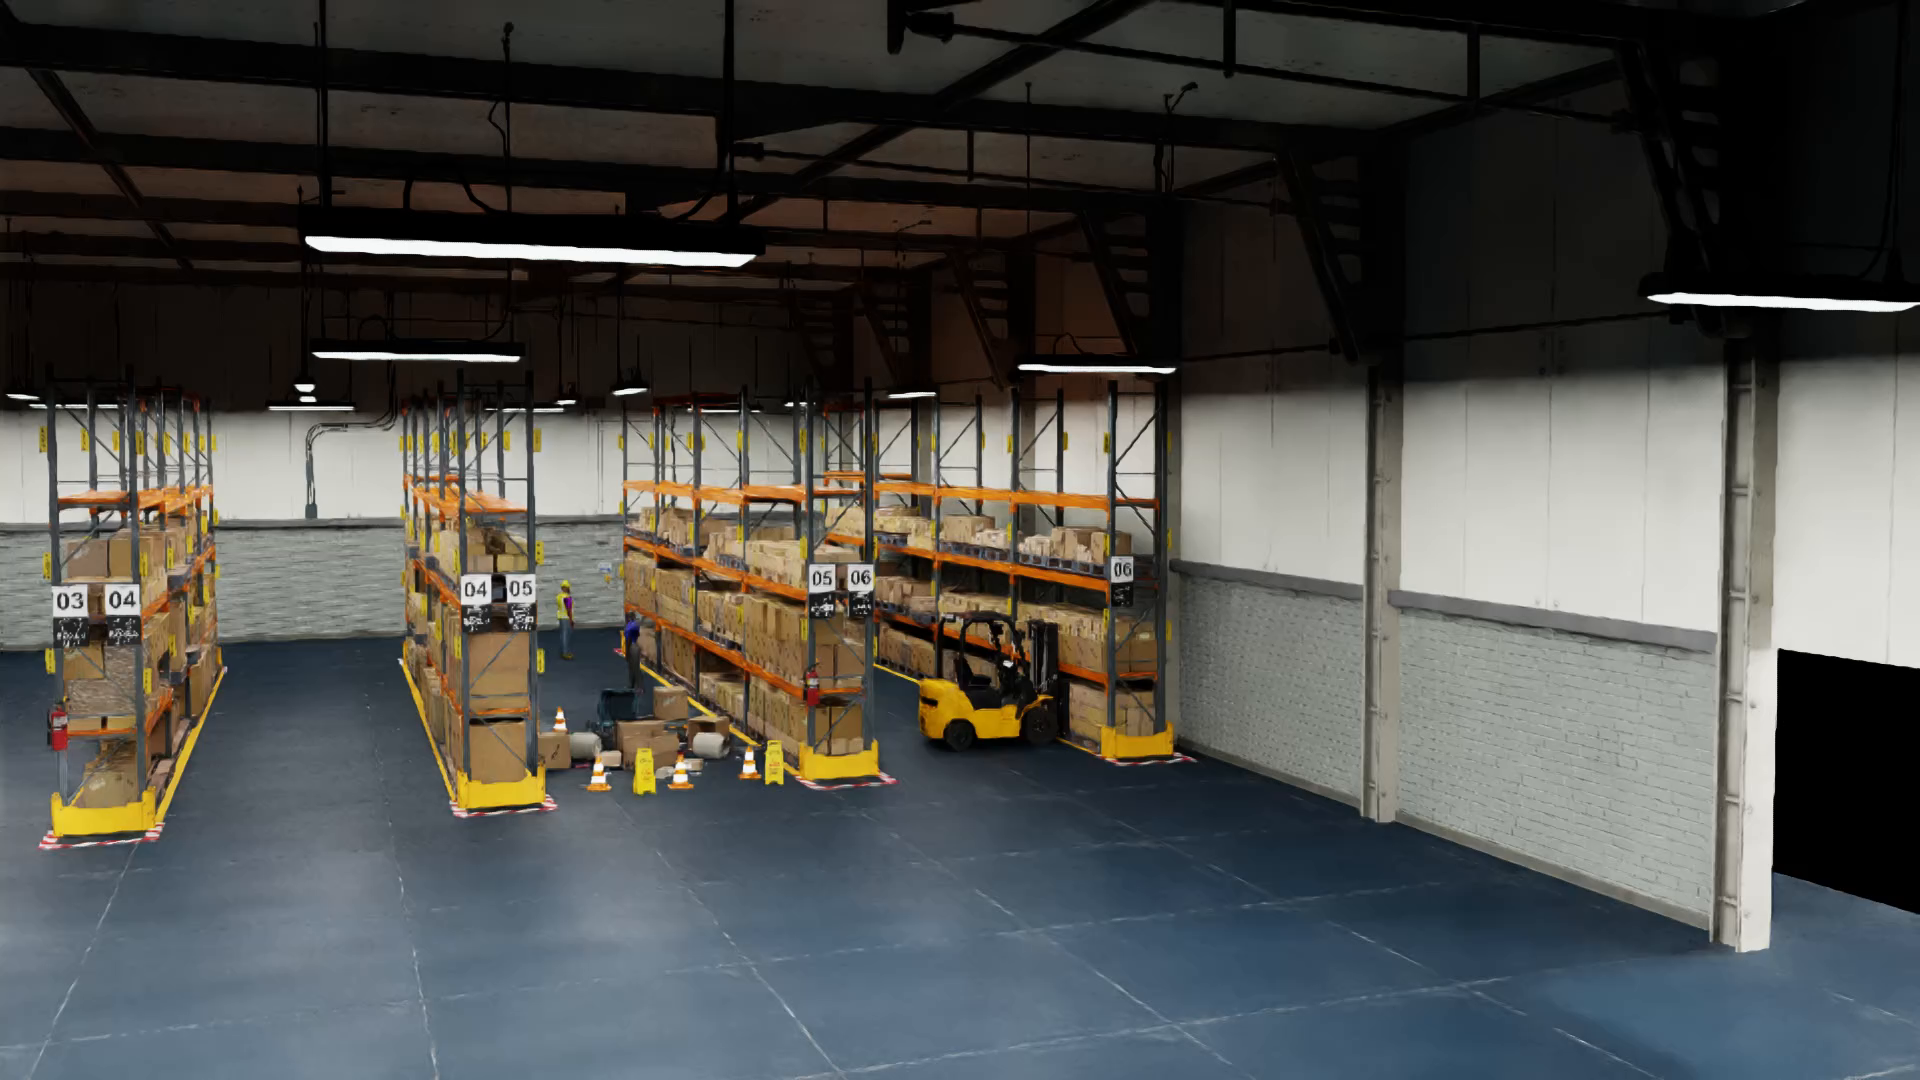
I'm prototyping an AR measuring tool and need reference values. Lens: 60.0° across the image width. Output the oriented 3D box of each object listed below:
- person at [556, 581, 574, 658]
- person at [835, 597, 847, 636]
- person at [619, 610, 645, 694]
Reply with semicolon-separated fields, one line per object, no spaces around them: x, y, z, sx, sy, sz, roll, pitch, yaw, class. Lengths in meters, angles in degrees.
-9.161;1.840;38.706;0.375;1.775;0.644;-2;4;-34;person
-2.681;2.005;36.723;0.545;1.670;0.545;0;3;-3;person
-6.572;2.220;33.246;0.557;1.650;0.587;0;3;0;person
